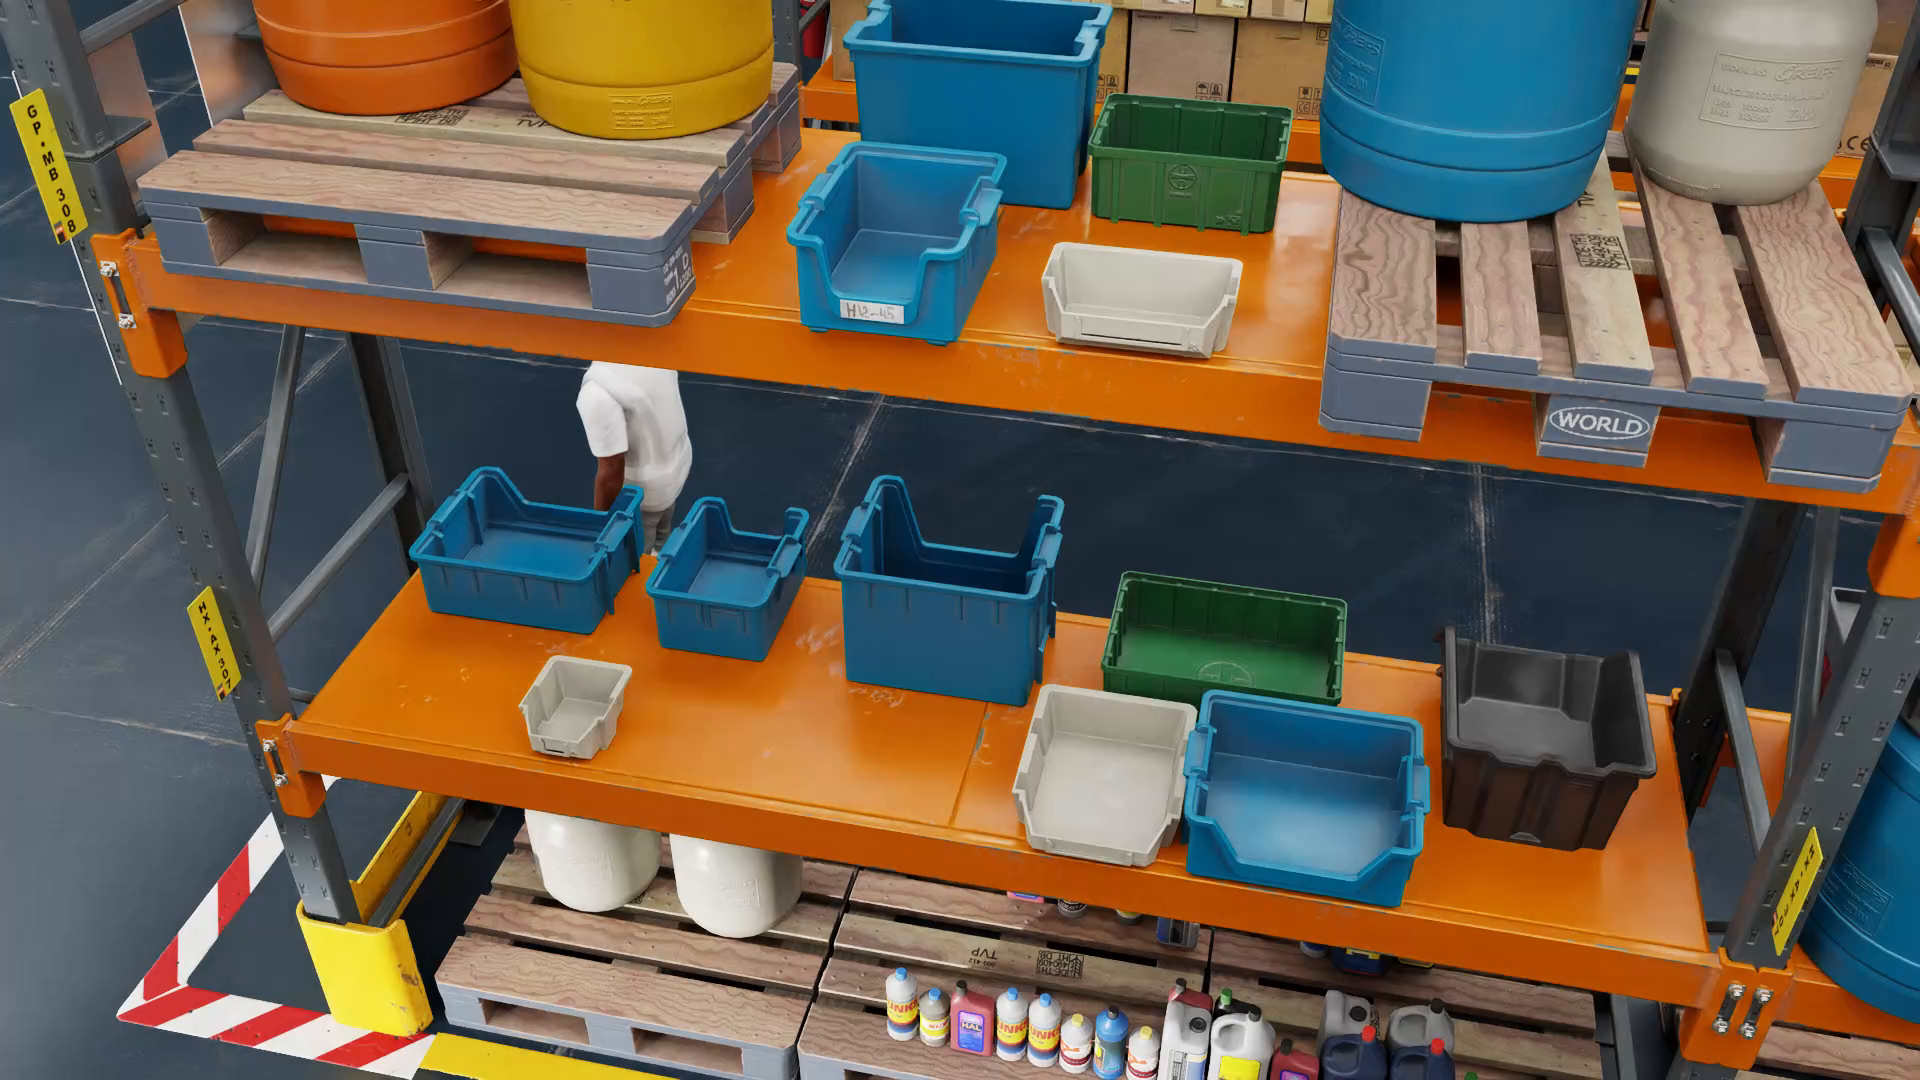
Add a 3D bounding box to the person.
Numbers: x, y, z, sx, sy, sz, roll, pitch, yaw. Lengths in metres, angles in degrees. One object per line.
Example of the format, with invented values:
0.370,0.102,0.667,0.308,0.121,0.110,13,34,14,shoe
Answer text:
-1.276,-0.240,6.459,0.456,1.761,0.628,8,37,10,person
